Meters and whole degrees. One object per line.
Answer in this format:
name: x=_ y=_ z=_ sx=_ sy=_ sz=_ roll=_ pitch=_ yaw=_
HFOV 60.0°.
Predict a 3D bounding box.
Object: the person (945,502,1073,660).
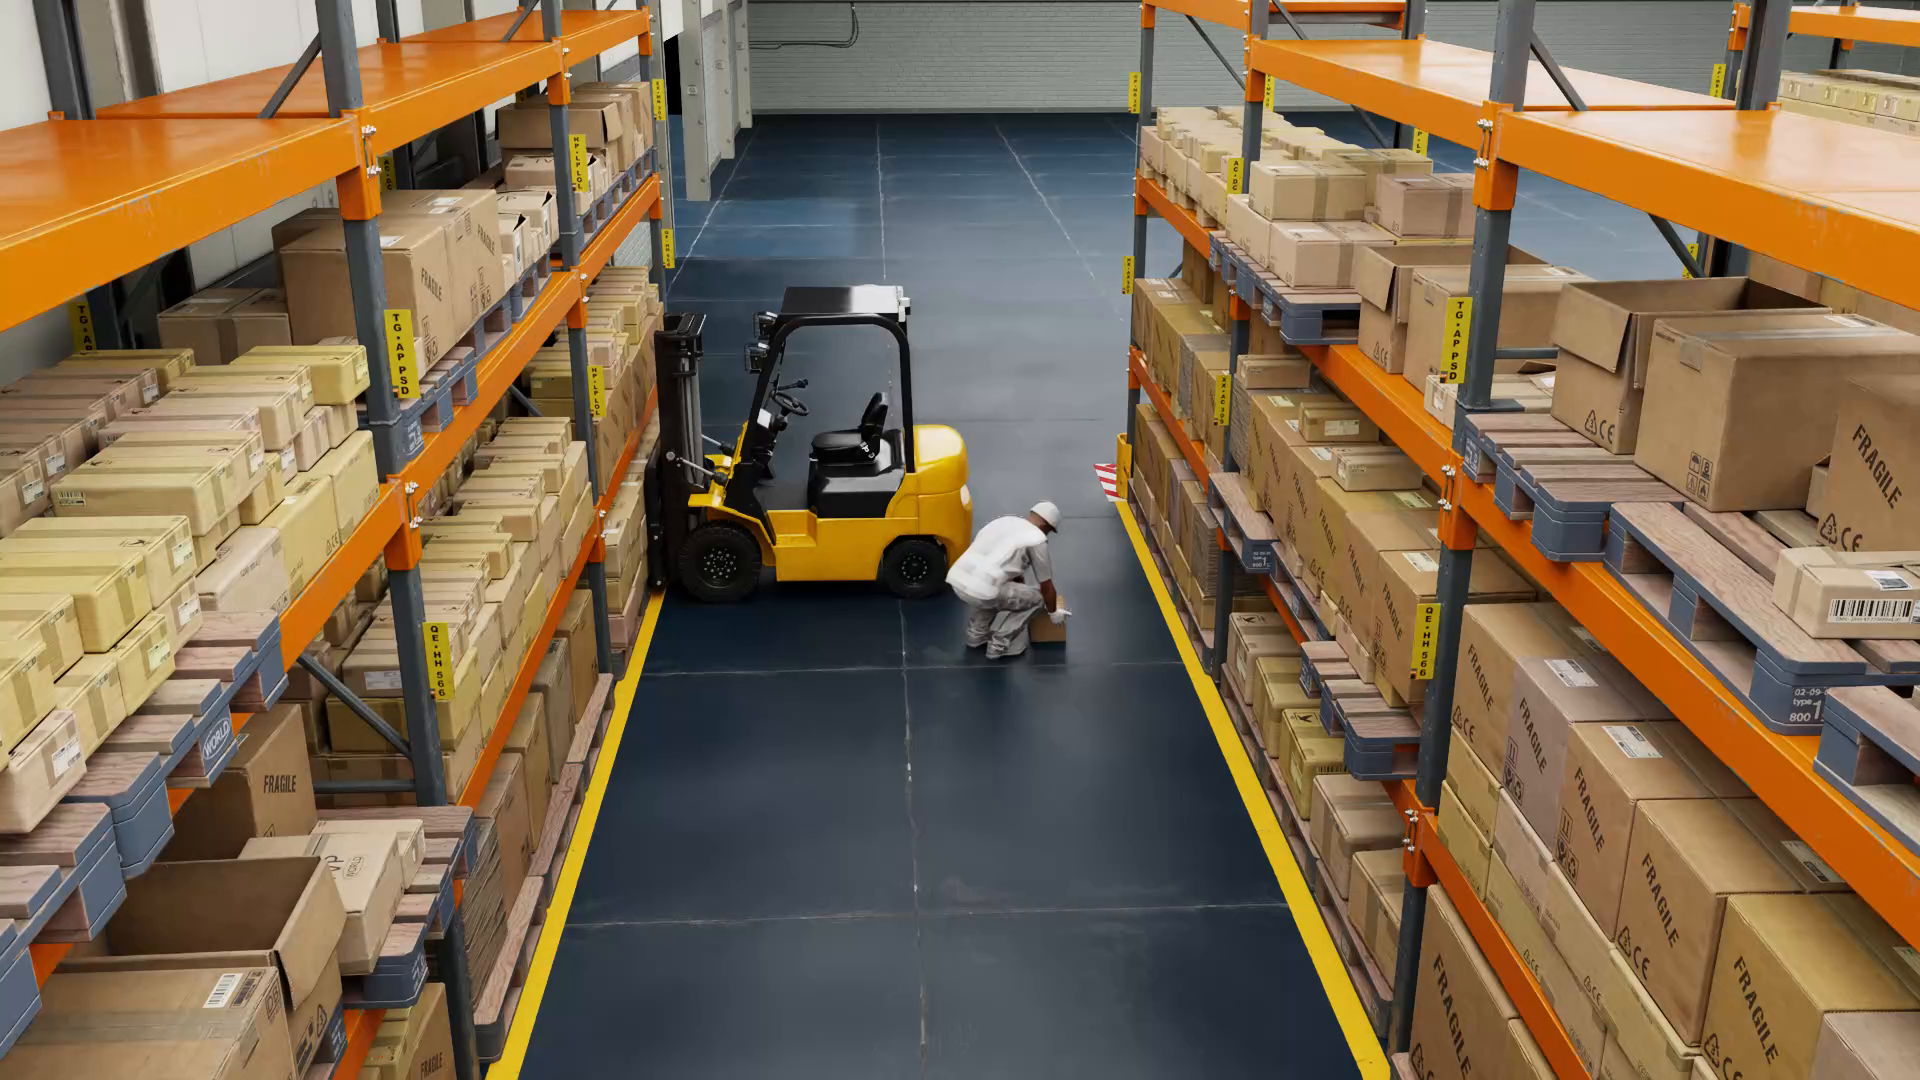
person: x=0.321 y=0.268 z=11.496 sx=0.900 sy=0.975 sz=0.574 roll=-12 pitch=24 yaw=-30
